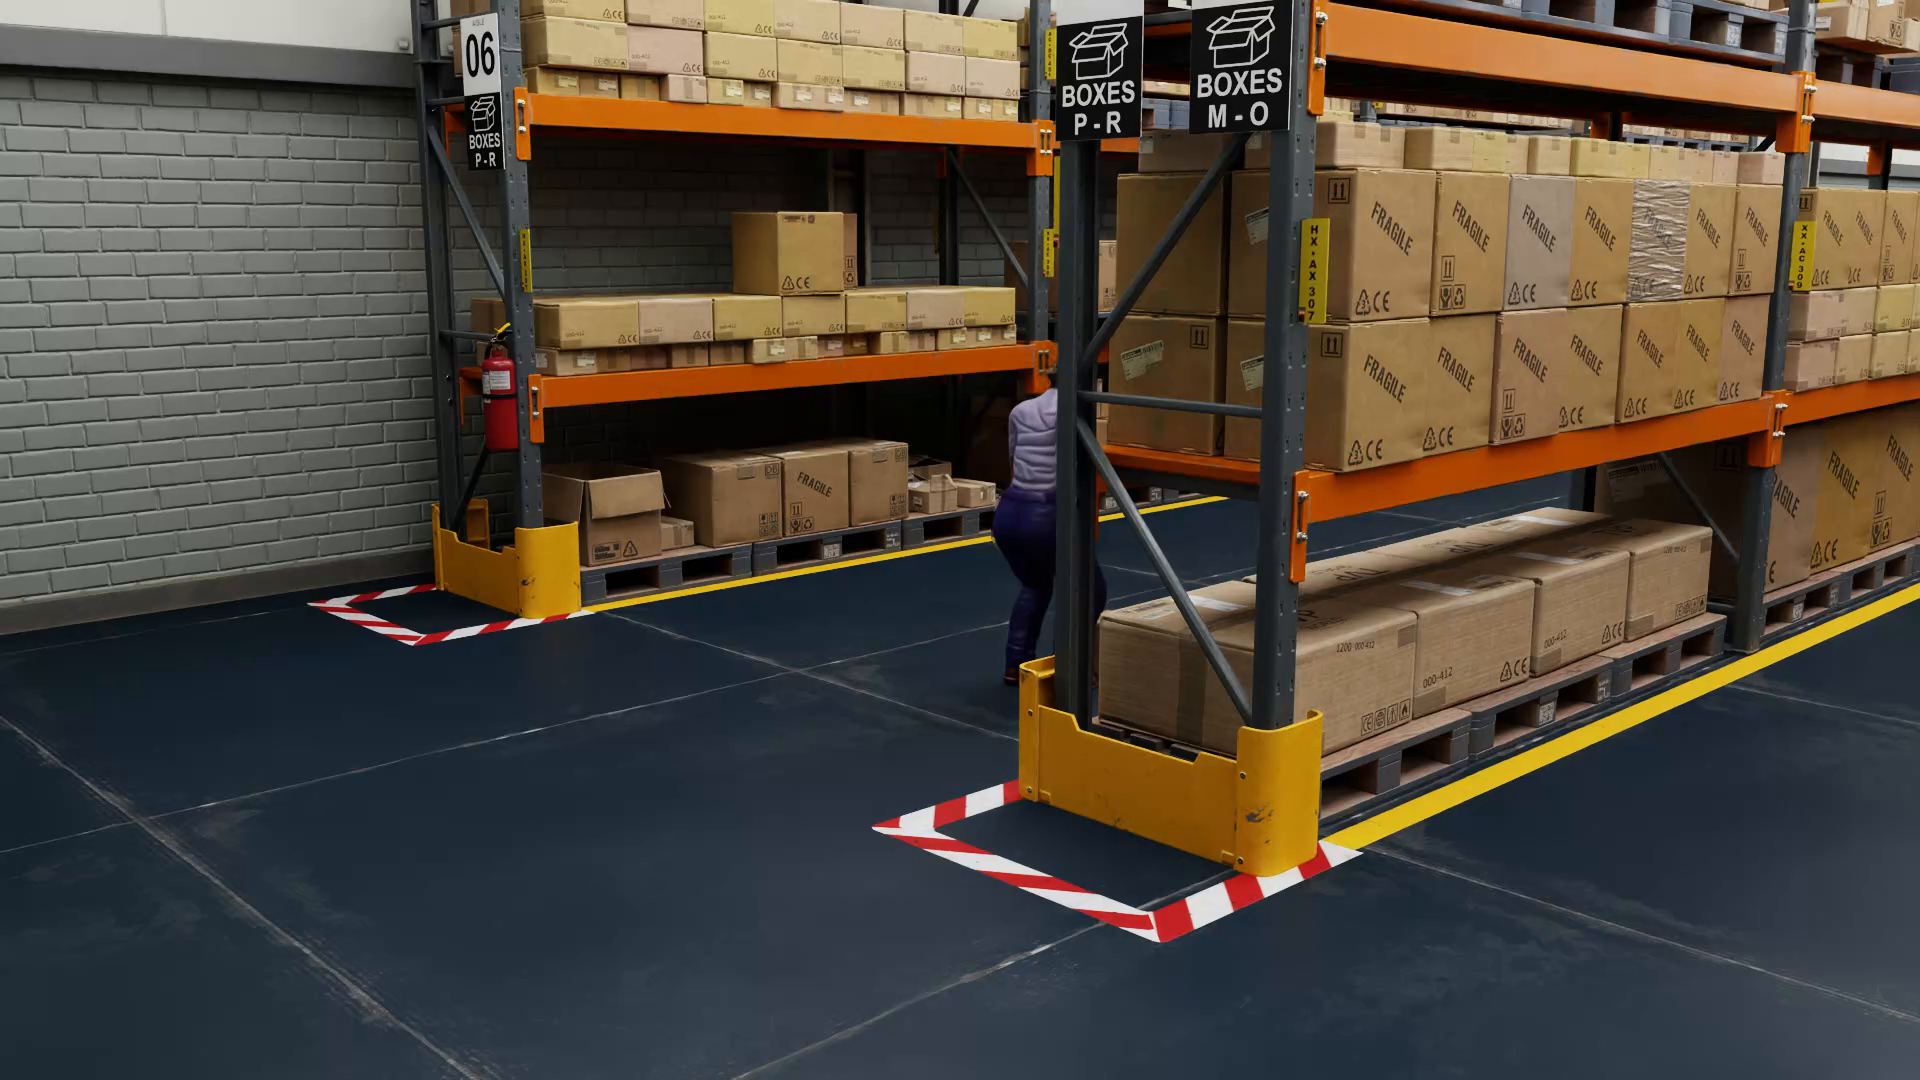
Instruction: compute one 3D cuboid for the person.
[{"bbox_3d":[0.396,-0.068,7.682,0.507,1.528,0.519,-10,14,-42],"label":"person"}]
